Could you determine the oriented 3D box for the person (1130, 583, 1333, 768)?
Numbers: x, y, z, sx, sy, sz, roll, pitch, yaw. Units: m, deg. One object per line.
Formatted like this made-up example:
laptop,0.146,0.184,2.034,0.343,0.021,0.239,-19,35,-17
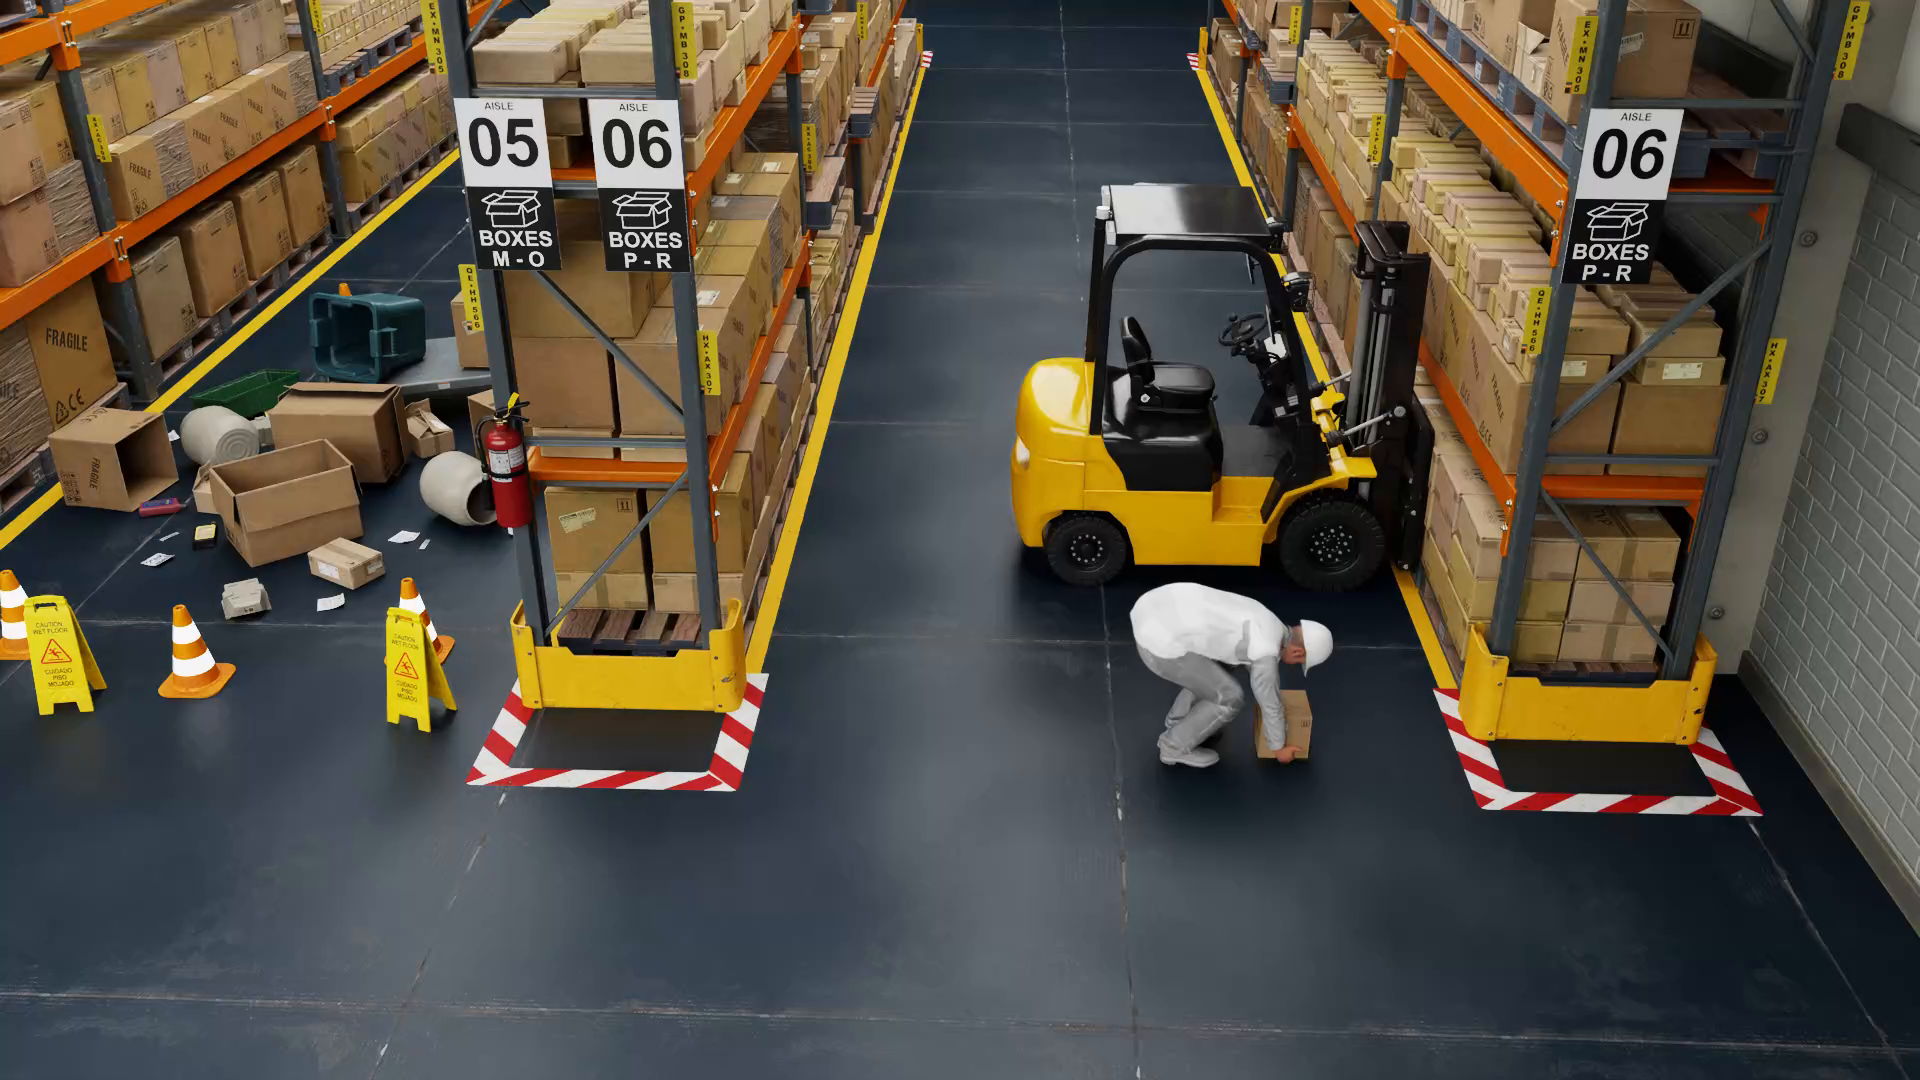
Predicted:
person,1.341,0.647,8.281,0.998,0.923,0.504,0,28,0
